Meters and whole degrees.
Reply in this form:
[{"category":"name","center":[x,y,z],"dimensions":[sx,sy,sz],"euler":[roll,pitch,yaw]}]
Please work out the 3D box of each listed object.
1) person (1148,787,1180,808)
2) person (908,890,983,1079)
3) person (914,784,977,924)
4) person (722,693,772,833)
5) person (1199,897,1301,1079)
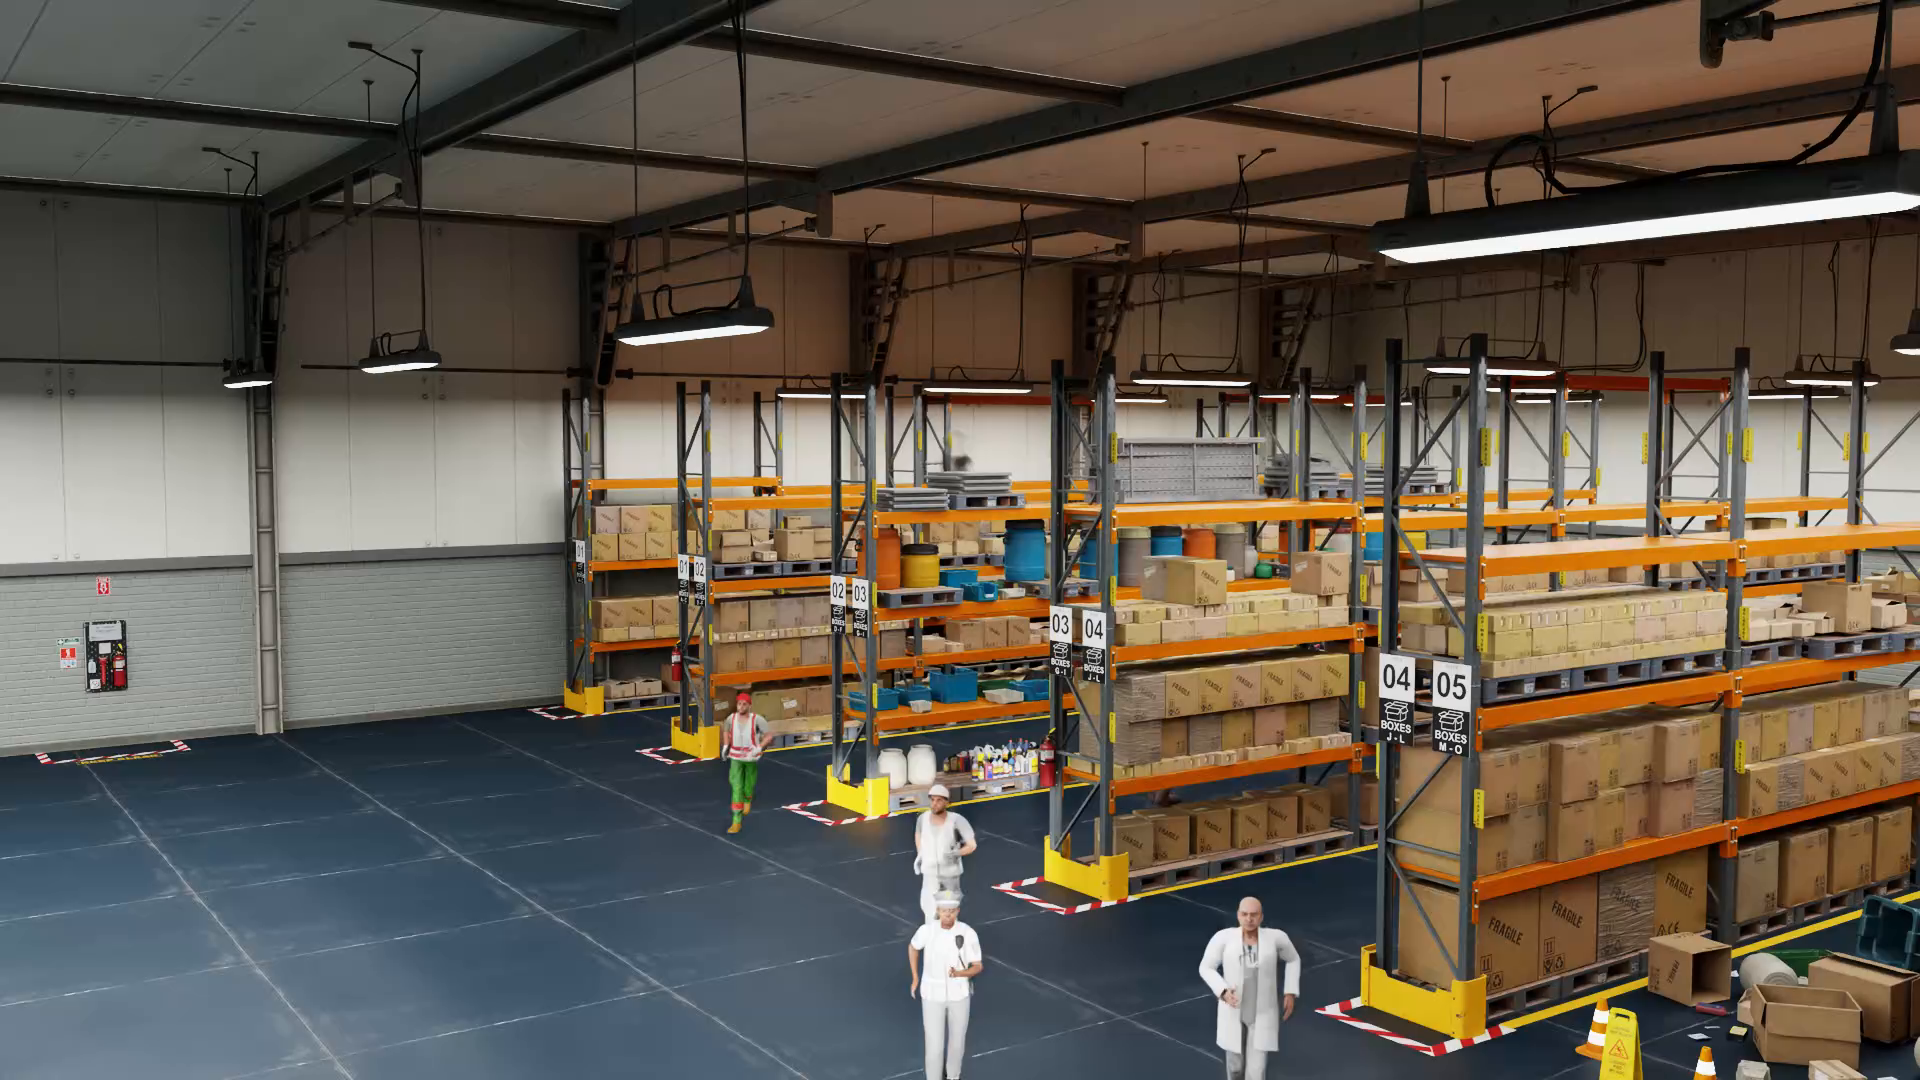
[{"category":"person","center":[2.698,2.954,21.509],"dimensions":[0.637,1.675,0.647],"euler":[-3,5,-41]},{"category":"person","center":[-0.113,3.506,12.639],"dimensions":[0.537,1.756,0.777],"euler":[0,4,-5]},{"category":"person","center":[-0.153,3.237,15.988],"dimensions":[0.634,1.802,0.929],"euler":[1,4,10]},{"category":"person","center":[-2.781,2.868,21.754],"dimensions":[0.668,1.782,0.882],"euler":[0,4,4]},{"category":"person","center":[2.122,3.491,12.196],"dimensions":[0.732,1.798,0.935],"euler":[1,4,11]}]
